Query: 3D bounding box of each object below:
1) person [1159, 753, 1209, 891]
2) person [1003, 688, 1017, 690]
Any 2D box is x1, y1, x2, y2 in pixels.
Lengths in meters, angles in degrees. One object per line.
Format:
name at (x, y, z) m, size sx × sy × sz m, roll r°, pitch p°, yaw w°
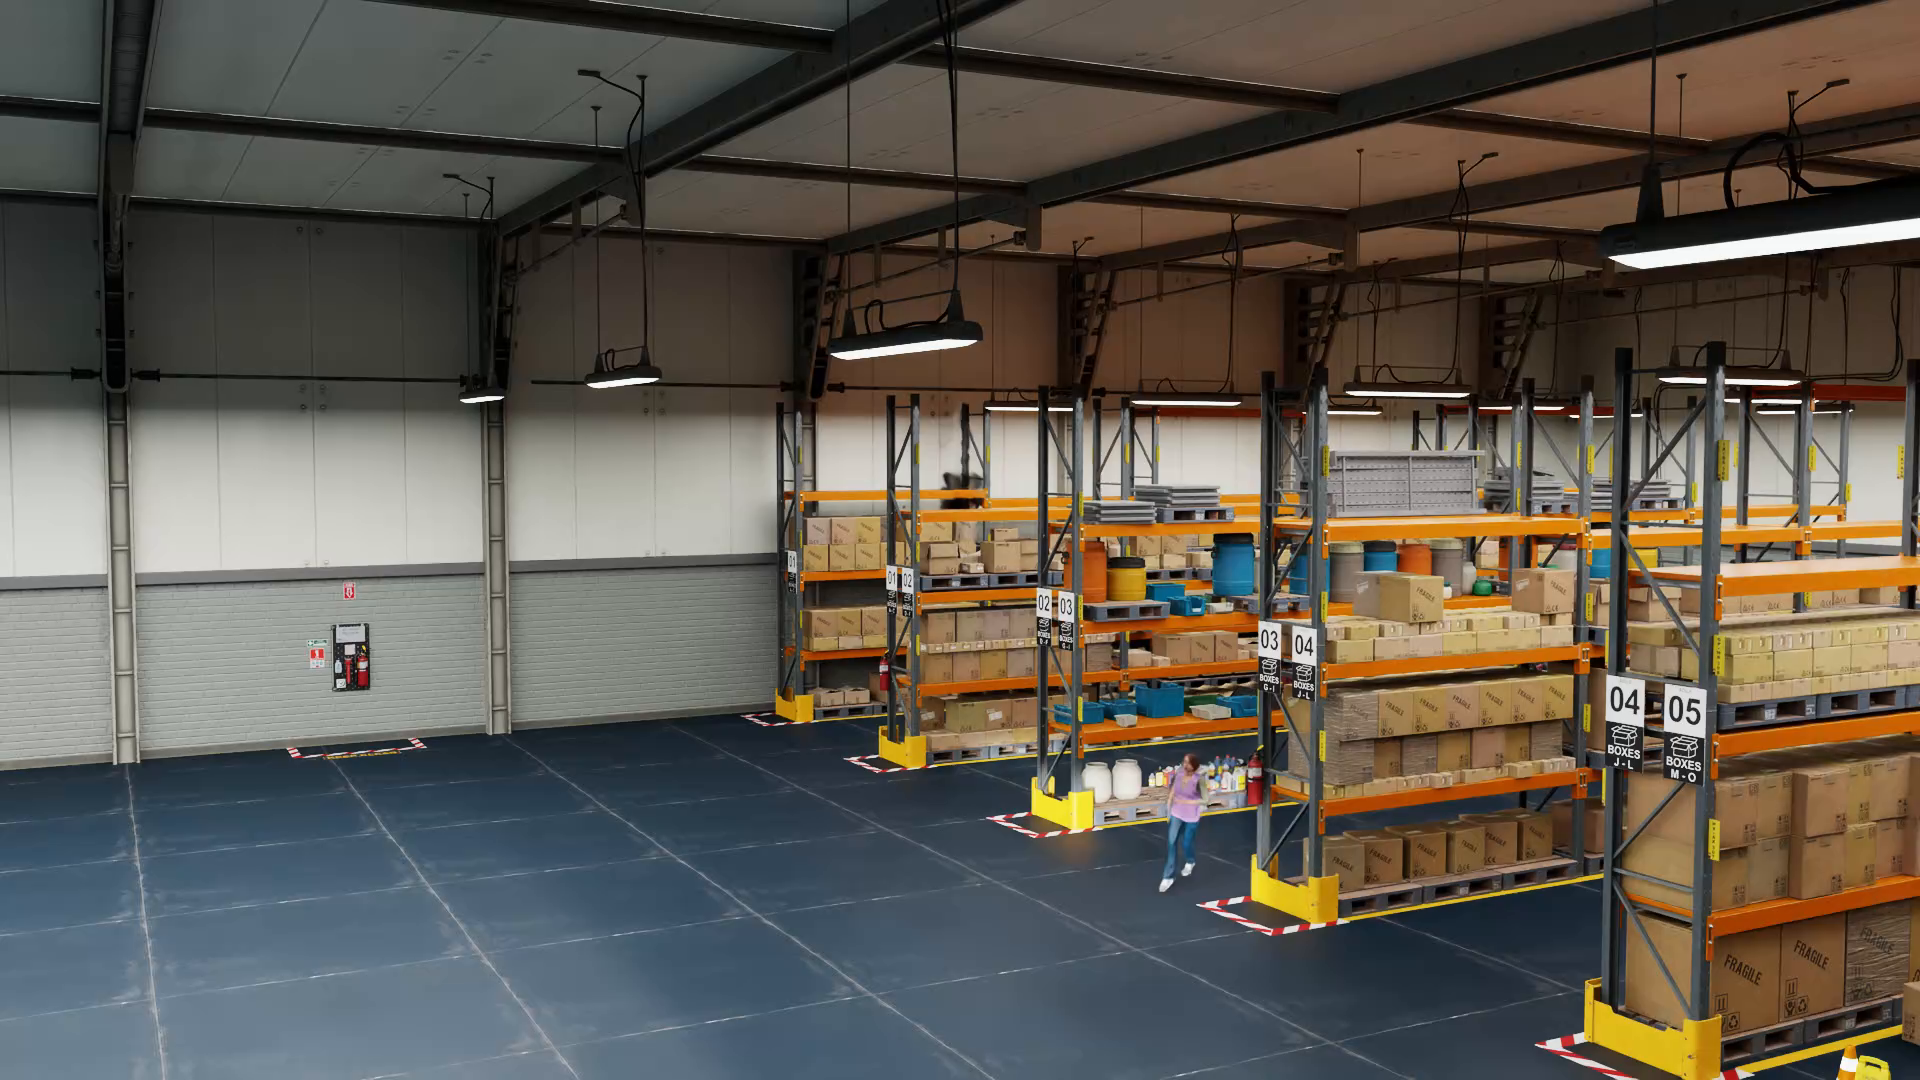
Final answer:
person at (2.695, 3.280, 19.506) m, size 0.548 × 1.613 × 0.793 m, roll 2°, pitch 4°, yaw 33°
person at (0.961, 2.325, 29.731) m, size 0.570 × 1.745 × 0.648 m, roll -2°, pitch 4°, yaw -33°
